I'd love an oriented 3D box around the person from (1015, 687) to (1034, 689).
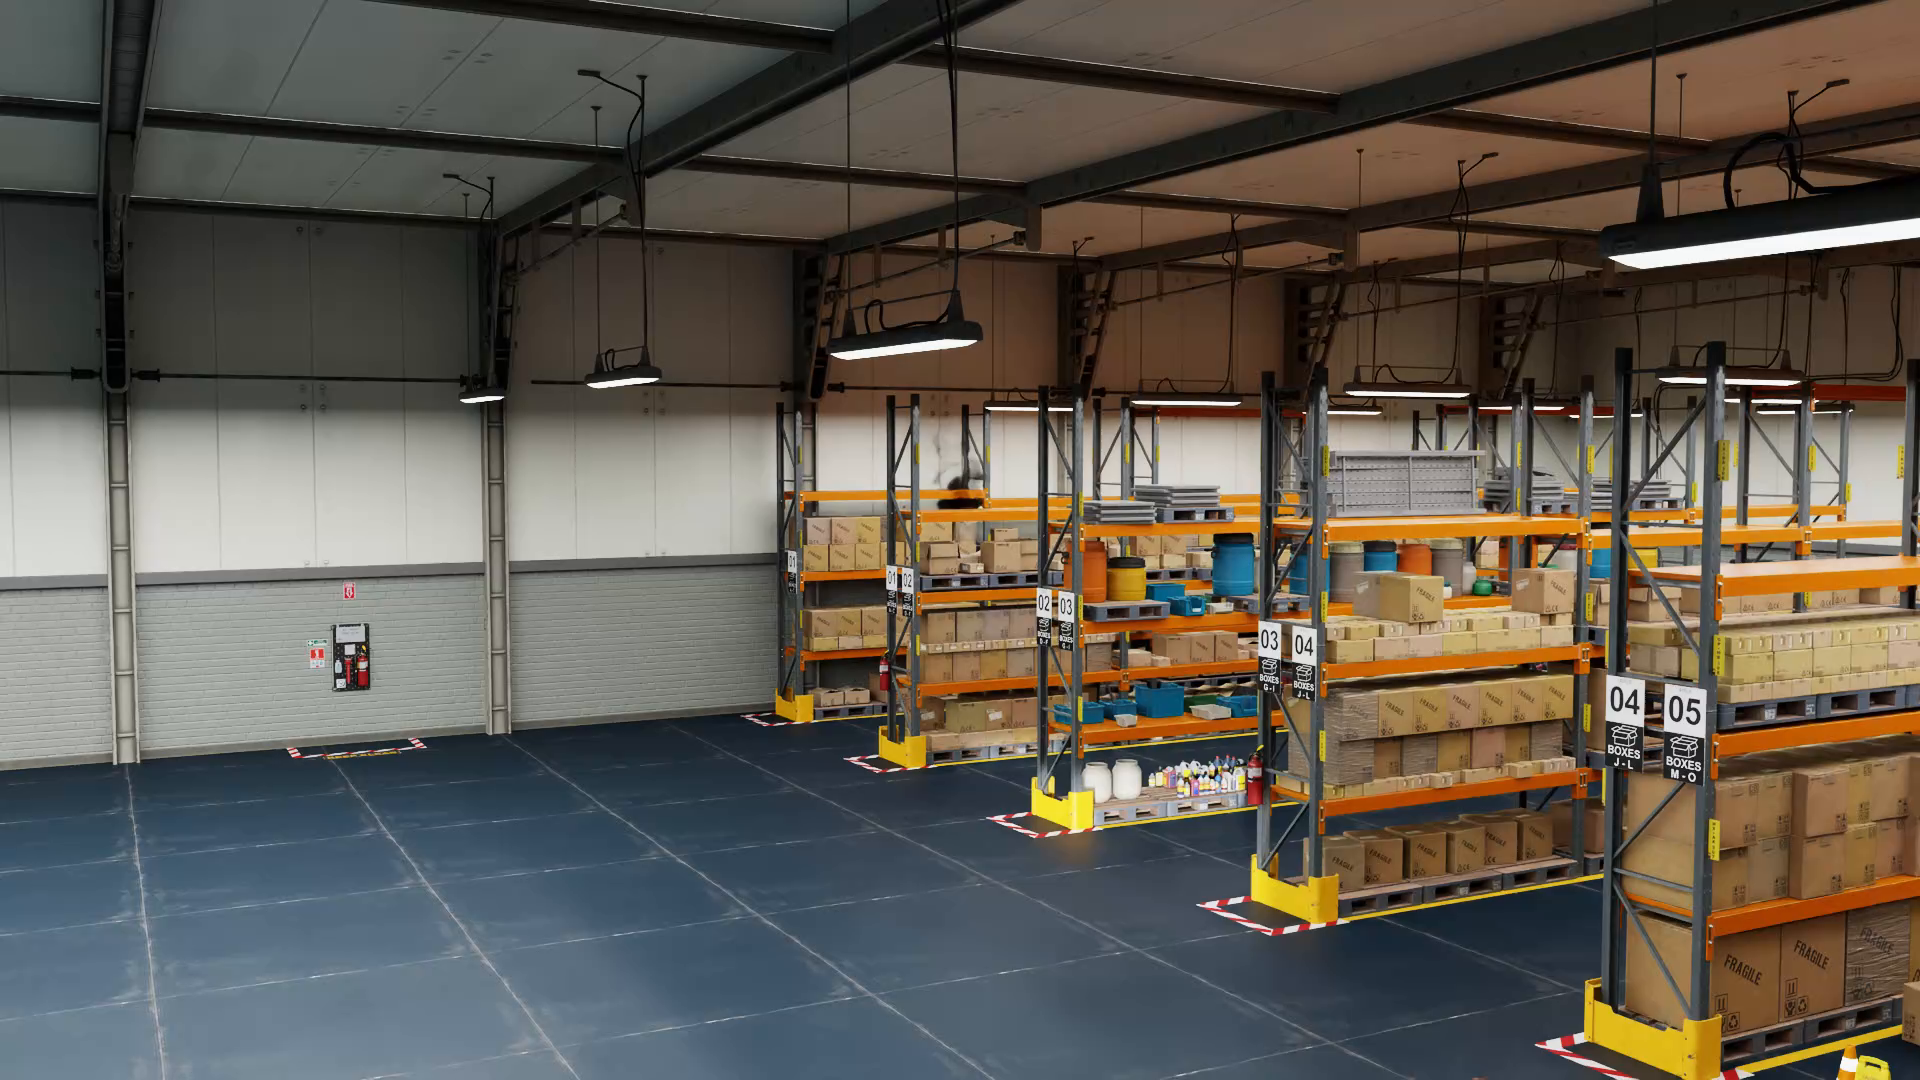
[{"bbox_3d":[1.218,2.634,30.135,0.837,1.649,0.617,-2,4,-30],"label":"person"}]
